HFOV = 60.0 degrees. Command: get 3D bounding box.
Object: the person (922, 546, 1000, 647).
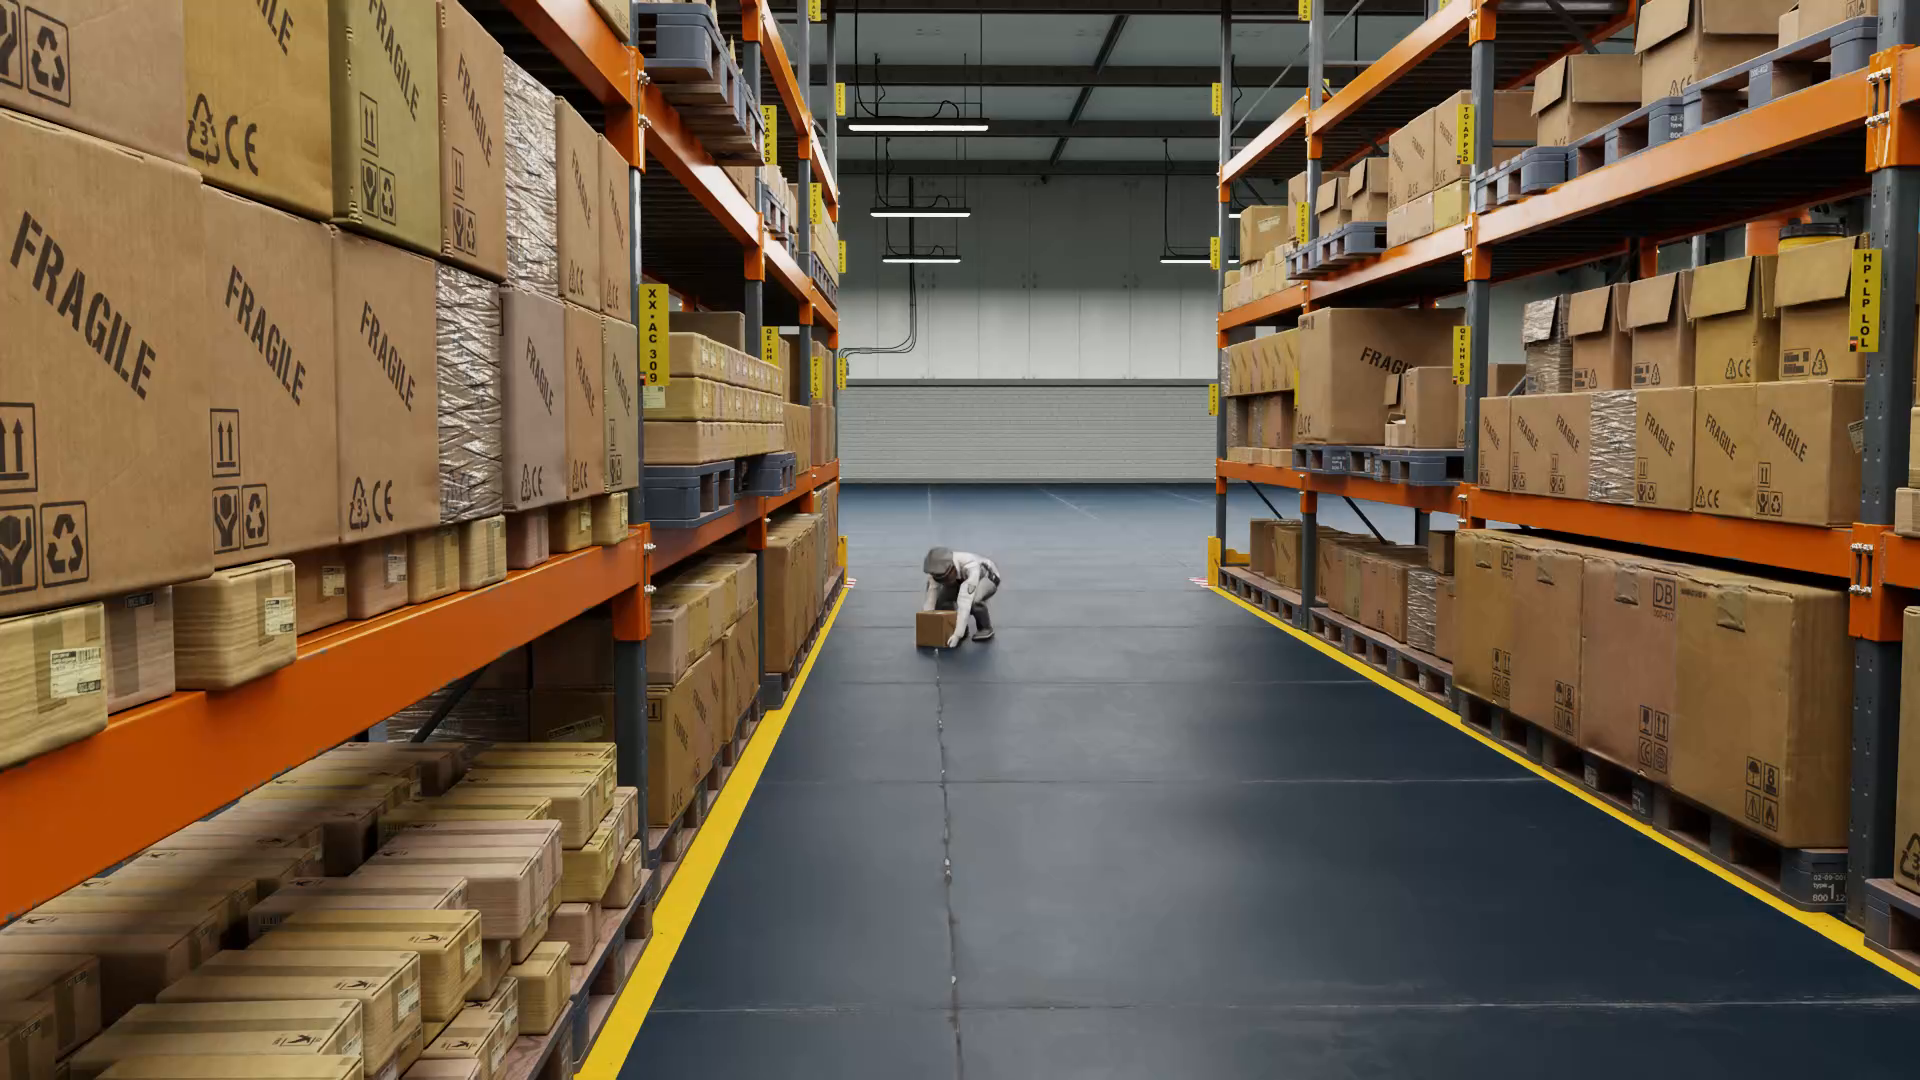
[{"bbox_3d":[-0.013,0.416,12.841,0.461,0.779,0.907,2,4,30],"label":"person"}]
